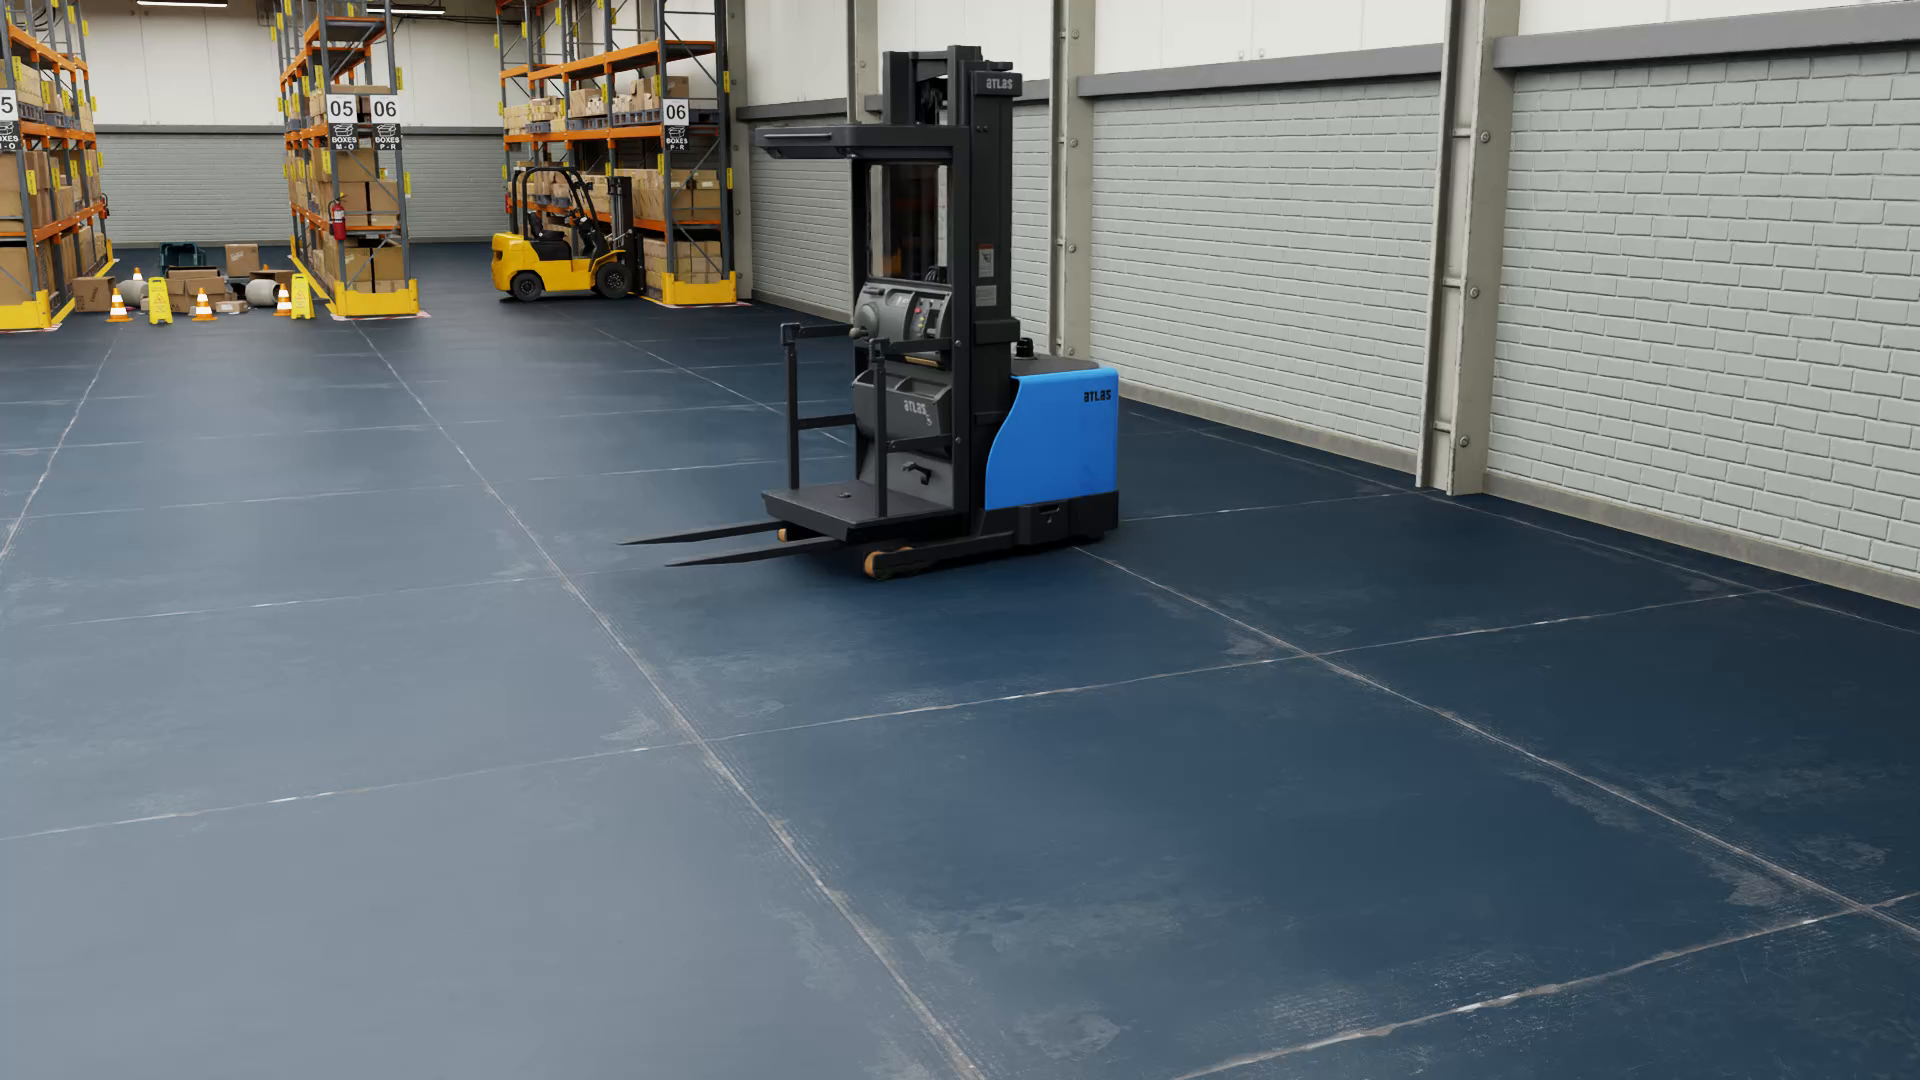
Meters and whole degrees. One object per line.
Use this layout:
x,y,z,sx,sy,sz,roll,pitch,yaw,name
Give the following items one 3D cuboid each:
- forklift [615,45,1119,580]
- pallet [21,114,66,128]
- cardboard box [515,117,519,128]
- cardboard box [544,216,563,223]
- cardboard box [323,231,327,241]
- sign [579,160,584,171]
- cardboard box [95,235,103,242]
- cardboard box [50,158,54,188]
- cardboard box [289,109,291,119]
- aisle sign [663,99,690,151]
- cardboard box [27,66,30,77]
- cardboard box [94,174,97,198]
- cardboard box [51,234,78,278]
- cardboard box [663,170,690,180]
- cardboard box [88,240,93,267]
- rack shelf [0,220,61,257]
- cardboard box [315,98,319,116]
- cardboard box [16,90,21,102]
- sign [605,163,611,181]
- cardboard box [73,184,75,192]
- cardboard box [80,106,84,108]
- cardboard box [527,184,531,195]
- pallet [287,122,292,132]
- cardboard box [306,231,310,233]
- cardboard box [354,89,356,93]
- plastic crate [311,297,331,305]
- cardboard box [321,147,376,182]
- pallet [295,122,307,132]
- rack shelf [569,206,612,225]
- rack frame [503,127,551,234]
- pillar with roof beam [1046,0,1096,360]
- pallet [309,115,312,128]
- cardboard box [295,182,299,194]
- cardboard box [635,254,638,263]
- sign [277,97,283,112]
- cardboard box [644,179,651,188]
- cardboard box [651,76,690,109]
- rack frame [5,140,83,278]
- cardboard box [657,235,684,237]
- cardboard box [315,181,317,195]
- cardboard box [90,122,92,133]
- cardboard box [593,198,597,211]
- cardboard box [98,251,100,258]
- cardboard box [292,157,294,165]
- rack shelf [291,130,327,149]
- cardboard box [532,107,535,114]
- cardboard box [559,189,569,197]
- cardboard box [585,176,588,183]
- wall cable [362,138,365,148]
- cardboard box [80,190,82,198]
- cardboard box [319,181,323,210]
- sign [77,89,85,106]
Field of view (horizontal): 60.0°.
-0.510,-1.335,9.636,3.031,2.935,1.130,-9,16,-34,forklift
-15.723,-7.068,28.023,1.003,0.211,1.213,-5,14,-20,pallet
-10.071,-9.730,38.777,0.500,0.250,0.500,-6,14,-24,cardboard box
-9.085,-7.156,37.151,0.380,0.149,0.250,-6,14,-24,cardboard box
-10.399,-5.068,27.680,0.380,0.149,0.250,-5,14,-22,cardboard box
-8.534,-8.416,37.513,0.100,0.325,0.005,-6,14,-23,sign
-18.768,-6.521,35.963,0.380,0.149,0.250,-5,14,-21,cardboard box
-15.693,-6.184,27.998,0.700,0.500,0.500,-6,14,-24,cardboard box
-13.707,-8.818,34.530,0.396,0.266,0.258,-6,14,-23,cardboard box
-4.477,-6.548,26.246,0.394,0.787,0.004,-6,14,-23,aisle sign
-13.830,-6.852,24.304,0.380,0.149,0.250,-5,14,-22,cardboard box
-18.665,-7.520,35.327,0.500,0.500,0.500,-5,14,-20,cardboard box
-16.319,-5.032,29.519,1.050,0.750,0.750,-6,14,-24,cardboard box
-4.570,-5.887,26.832,0.380,0.149,0.250,-6,14,-23,cardboard box
-17.350,-5.635,32.676,0.500,0.500,0.500,-6,14,-24,cardboard box
-14.077,-4.468,24.616,1.077,0.370,4.000,-6,14,-23,rack shelf
-9.849,-6.802,26.129,0.500,0.250,0.500,-5,14,-22,cardboard box
-13.119,-6.097,22.812,0.380,0.149,0.250,-6,14,-23,cardboard box
-6.329,-6.623,29.941,0.100,0.325,0.005,-6,14,-23,sign
-17.119,-6.724,31.737,0.380,0.149,0.250,-5,14,-21,cardboard box
-18.459,-9.068,34.585,0.380,0.149,0.250,-5,14,-20,cardboard box
-9.682,-8.058,38.208,0.500,0.250,0.500,-6,14,-23,cardboard box
-14.390,-9.192,36.977,1.003,0.211,1.213,-6,14,-23,pallet
-14.459,-6.819,37.932,0.875,0.438,0.875,-5,14,-21,cardboard box
-9.317,-7.009,26.139,0.380,0.149,0.250,-5,14,-22,cardboard box
-10.505,-3.878,26.950,0.402,0.080,0.583,-12,18,-42,plastic crate
-9.185,-5.639,24.985,0.700,0.500,0.500,-6,14,-24,cardboard box
-12.742,-8.254,33.147,1.003,0.211,1.213,-5,14,-20,pallet
-6.637,-6.211,32.149,1.077,0.370,4.000,-6,14,-23,rack shelf
-10.643,-8.628,40.995,1.000,3.000,0.127,-6,14,-23,rack frame
-2.824,-5.602,14.617,9.100,9.000,0.400,-6,14,-23,pillar with roof beam
-10.532,-7.206,28.618,1.213,0.211,1.003,-6,14,-23,pallet
-13.669,-7.406,34.941,0.500,0.250,0.500,-6,14,-25,cardboard box
-5.329,-4.816,28.583,0.500,0.250,0.500,-6,14,-23,cardboard box
-15.700,-10.055,38.397,0.100,0.325,0.005,-6,14,-23,sign
-5.046,-5.945,27.746,0.380,0.149,0.250,-6,14,-25,cardboard box
-4.634,-7.155,26.604,0.500,0.500,0.500,-5,14,-21,cardboard box
-16.480,-6.058,29.891,1.000,3.000,0.127,-6,14,-23,rack frame
-5.055,-5.207,29.166,0.500,0.250,0.500,-6,14,-23,cardboard box
-10.978,-6.275,29.015,0.500,0.500,0.500,-6,14,-23,cardboard box
-18.863,-8.820,35.508,0.500,0.250,0.500,-5,14,-21,cardboard box
-6.655,-6.364,31.549,0.500,0.250,0.500,-6,14,-23,cardboard box
-18.491,-6.068,35.329,0.380,0.149,0.250,-6,14,-24,cardboard box
-14.029,-7.960,35.673,0.500,0.500,0.500,-6,14,-23,cardboard box
-12.786,-8.050,33.441,1.077,0.370,4.000,-6,14,-23,rack shelf
-9.088,-9.332,36.131,0.380,0.149,0.250,-6,14,-24,cardboard box
-8.053,-7.158,34.271,0.380,0.149,0.250,-5,14,-22,cardboard box
-7.054,-6.981,32.221,0.380,0.149,0.250,-5,14,-22,cardboard box
-16.175,-9.967,44.528,0.588,1.984,0.122,-6,14,-23,wall cable
-17.742,-6.902,33.165,0.380,0.149,0.250,-6,14,-24,cardboard box
-10.239,-5.675,27.357,0.500,0.500,0.500,-6,14,-23,cardboard box
-17.575,-8.840,33.240,0.100,0.325,0.005,-6,14,-23,sign
